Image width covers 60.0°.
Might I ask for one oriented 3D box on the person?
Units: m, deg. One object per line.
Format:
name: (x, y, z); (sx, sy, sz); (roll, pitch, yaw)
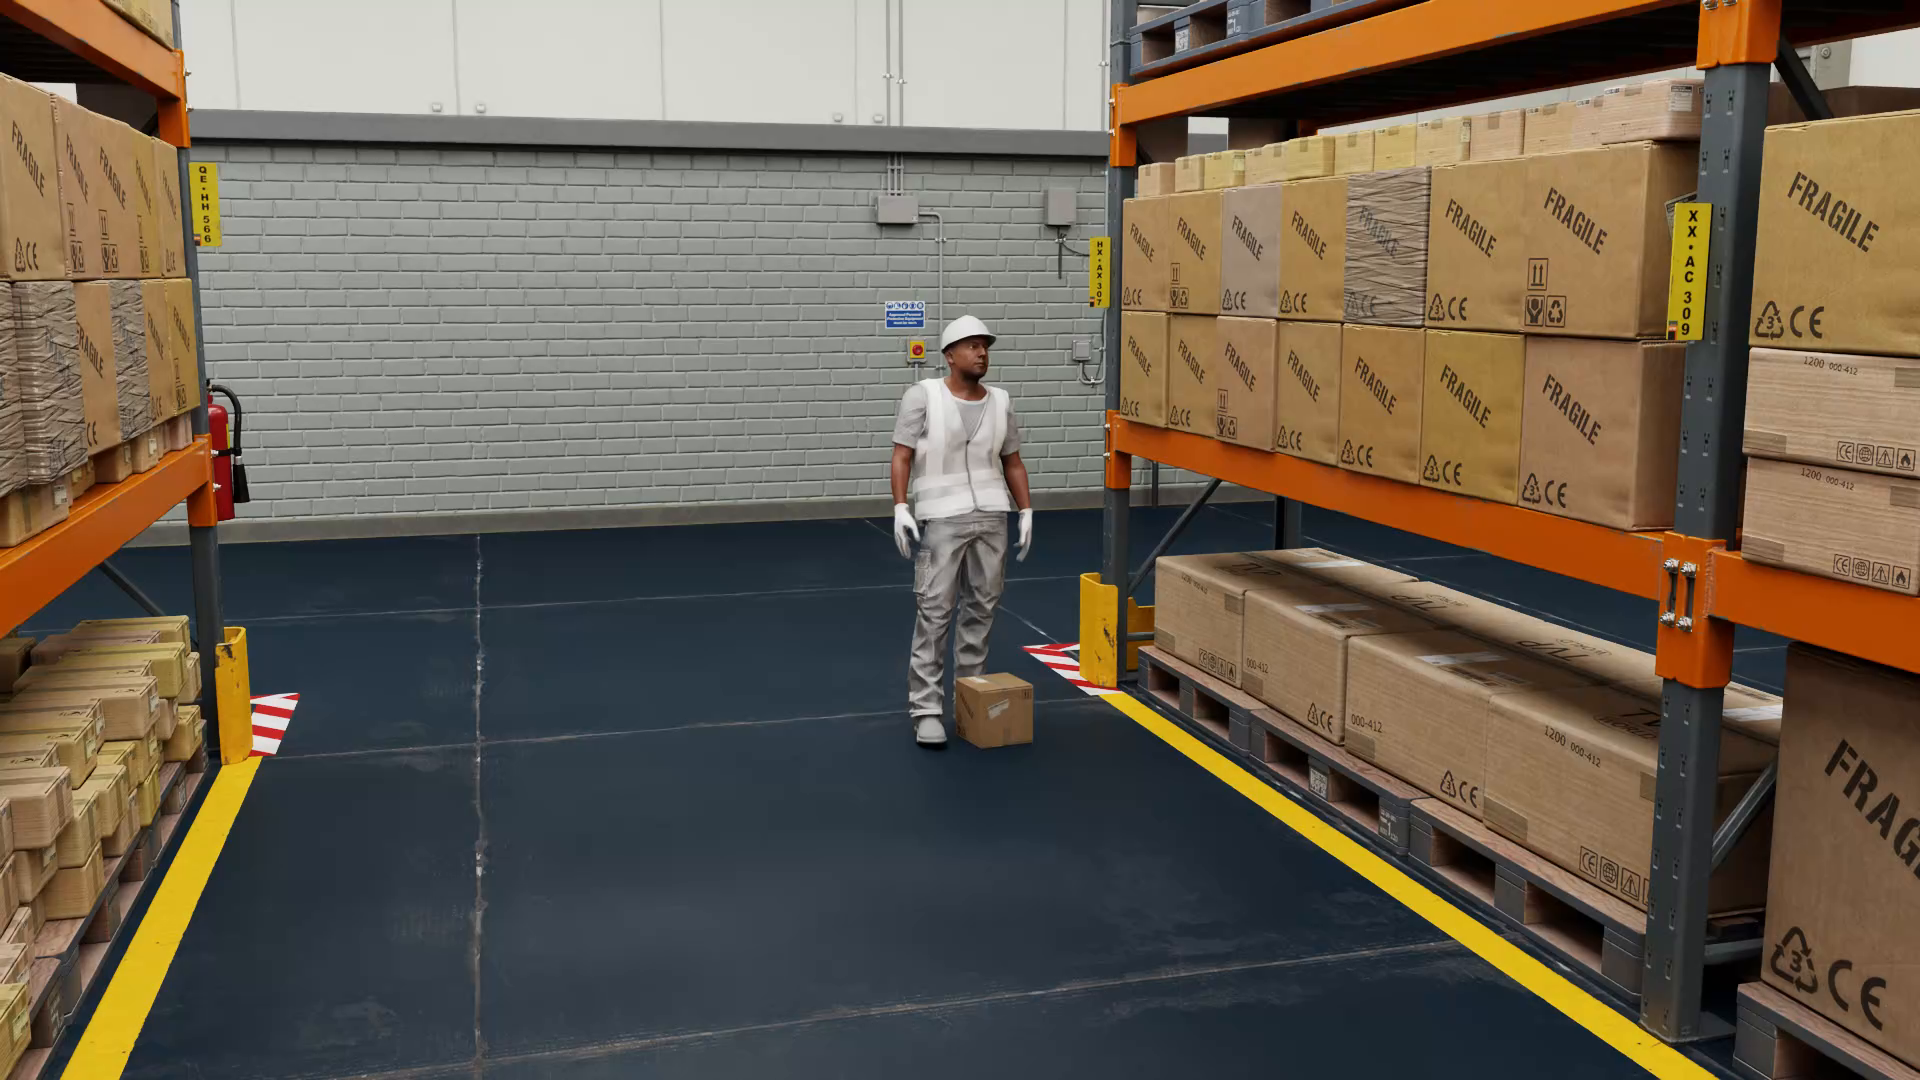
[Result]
person: (0.037, -0.064, 7.151); (0.655, 1.782, 0.577); (-4, 10, -23)
